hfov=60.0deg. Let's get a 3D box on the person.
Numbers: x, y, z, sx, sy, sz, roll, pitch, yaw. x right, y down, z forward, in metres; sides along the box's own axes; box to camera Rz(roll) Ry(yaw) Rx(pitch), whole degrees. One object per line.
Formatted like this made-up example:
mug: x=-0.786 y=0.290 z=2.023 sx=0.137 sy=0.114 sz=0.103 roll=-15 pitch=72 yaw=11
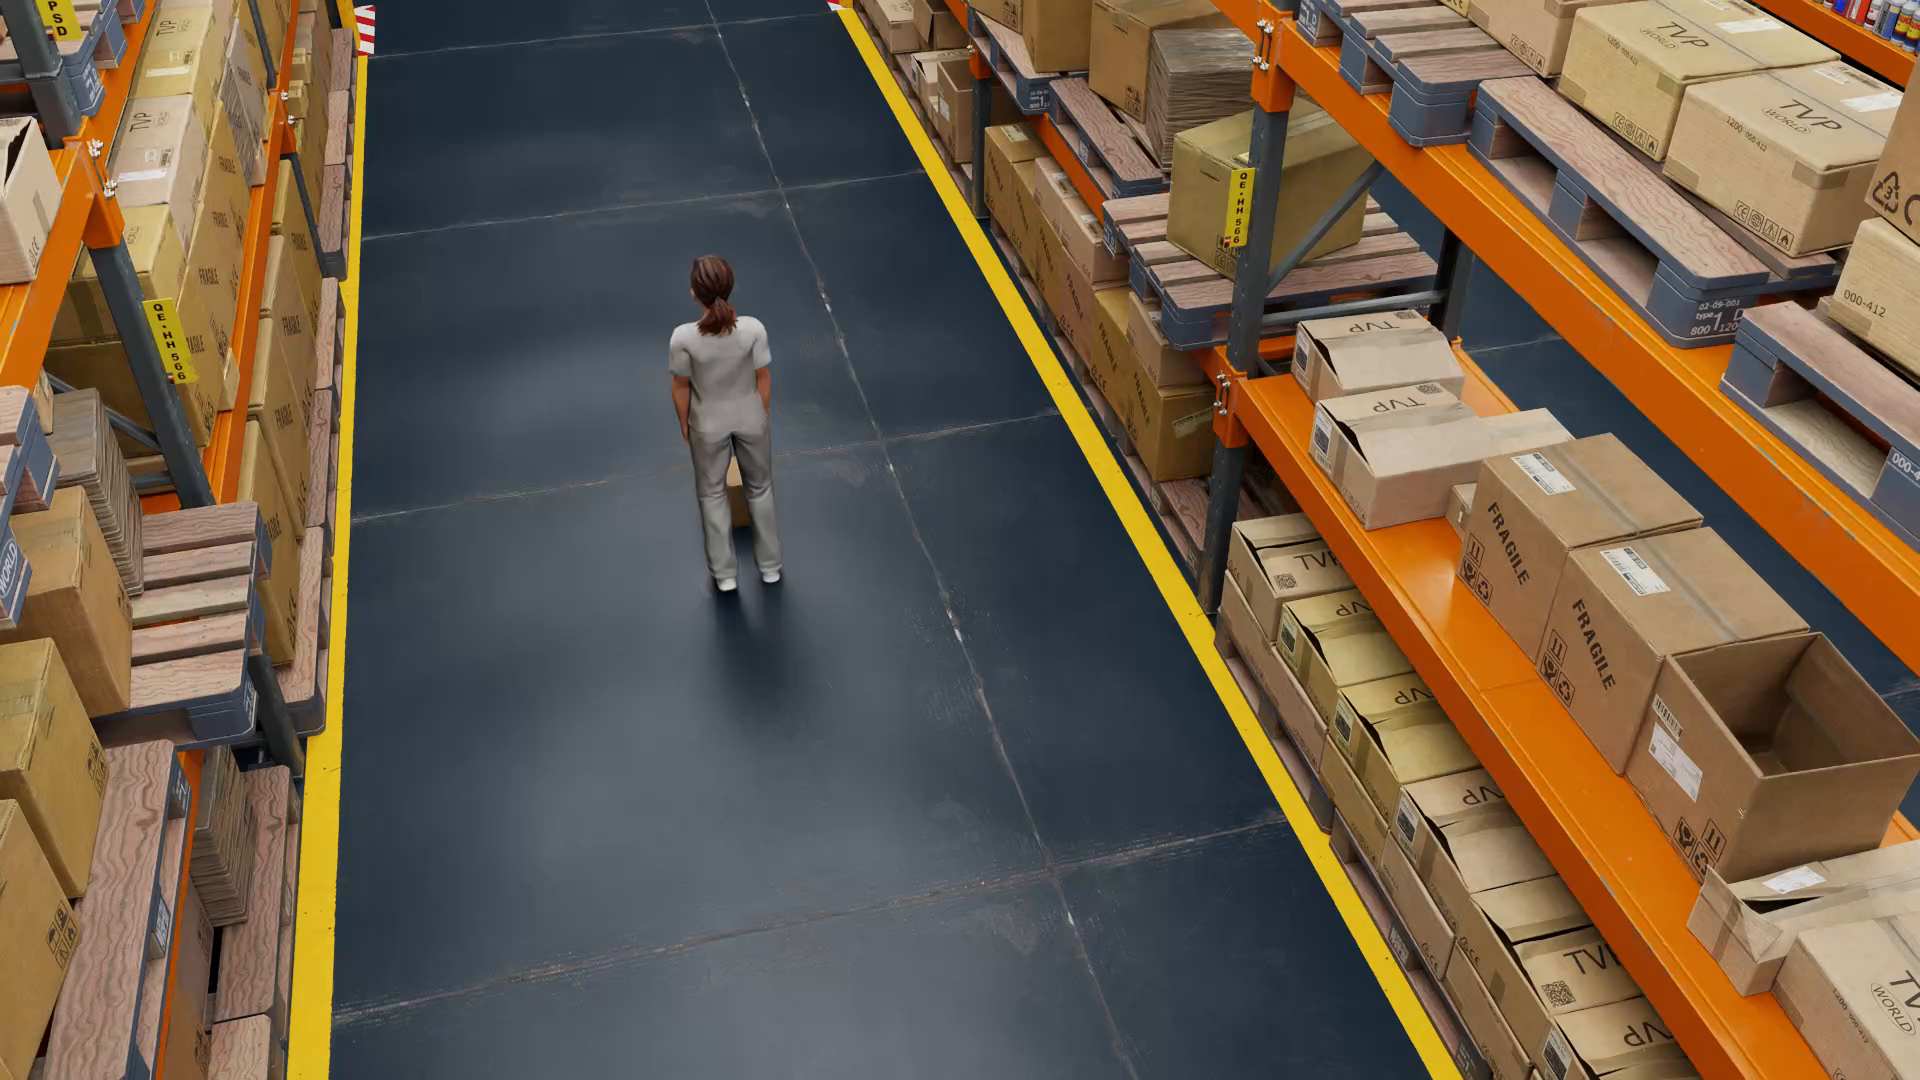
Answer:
person: x=-1.032 y=-0.498 z=7.356 sx=0.439 sy=1.681 sz=0.363 roll=-9 pitch=39 yaw=-11
